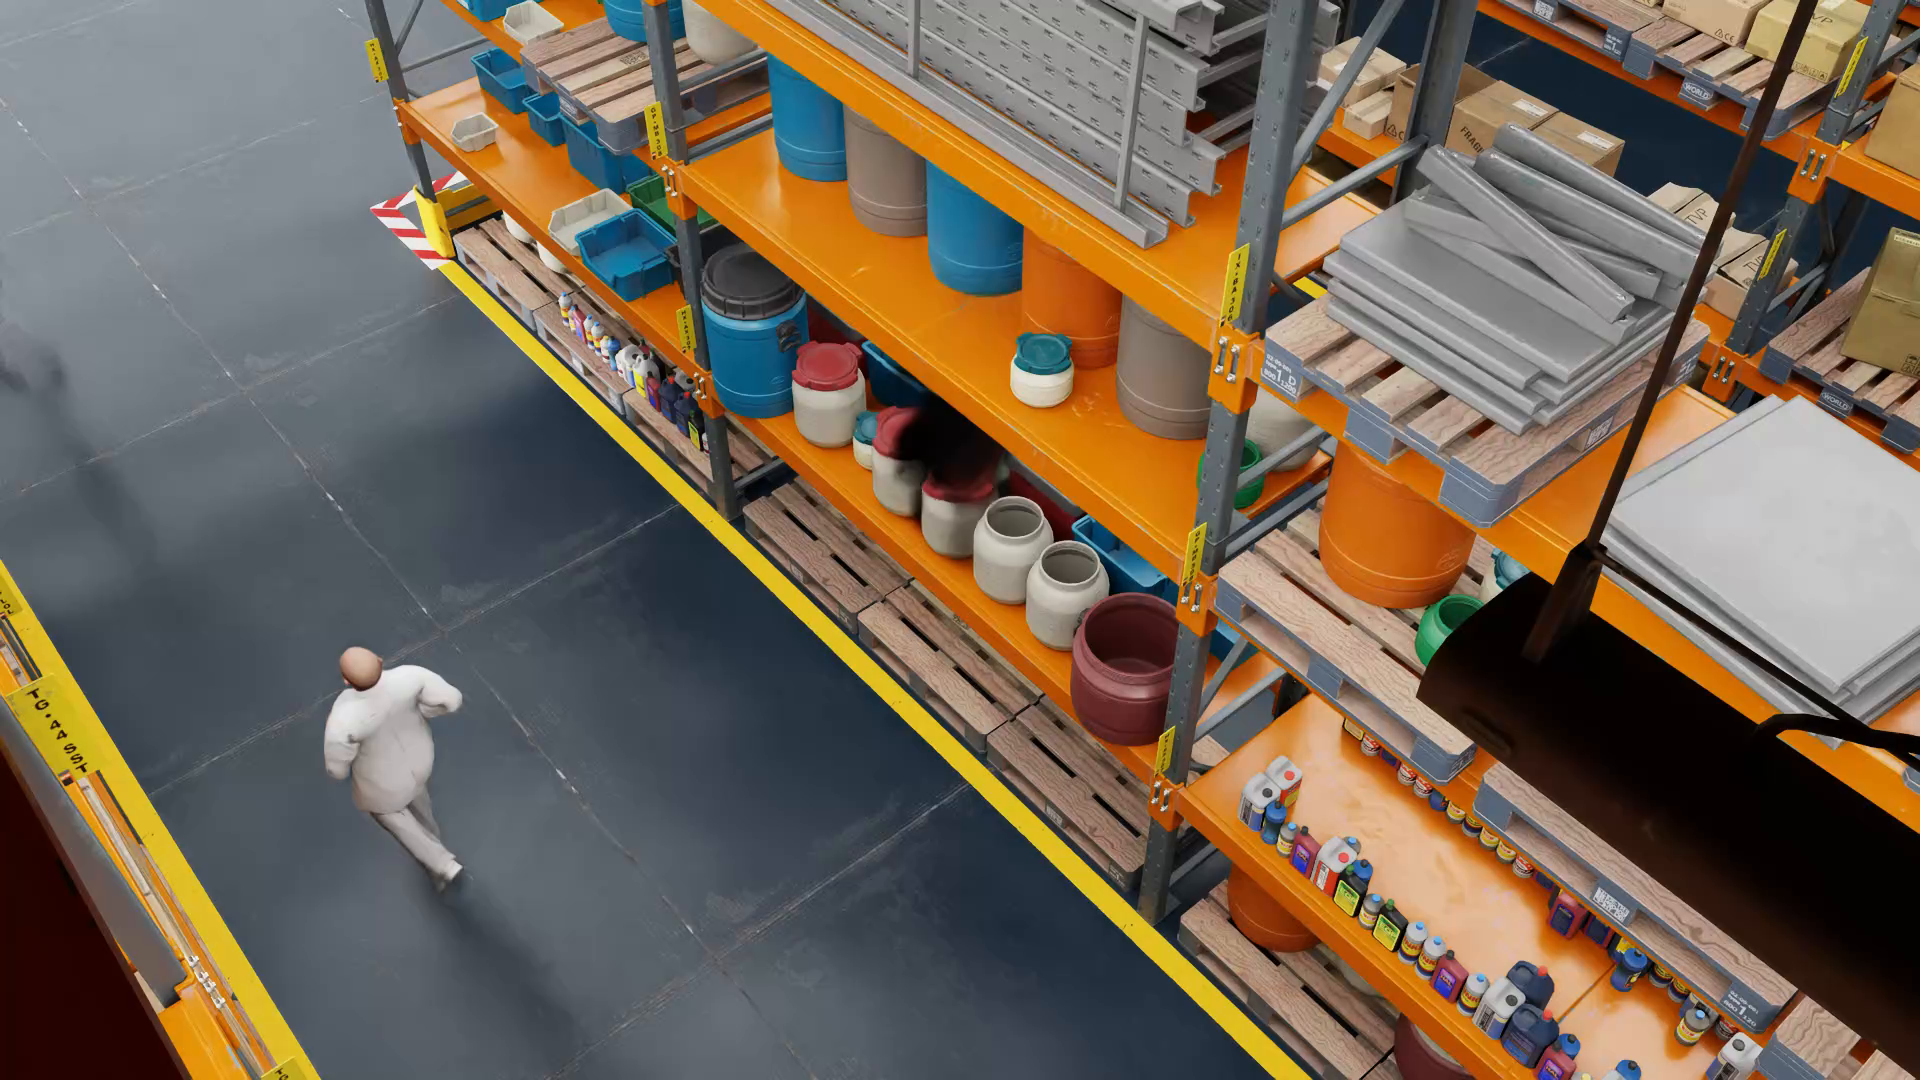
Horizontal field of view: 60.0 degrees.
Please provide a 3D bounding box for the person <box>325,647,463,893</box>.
[{"bbox_3d":[-2.823,1.096,8.345,0.755,1.755,0.715,33,55,27],"label":"person"}]
